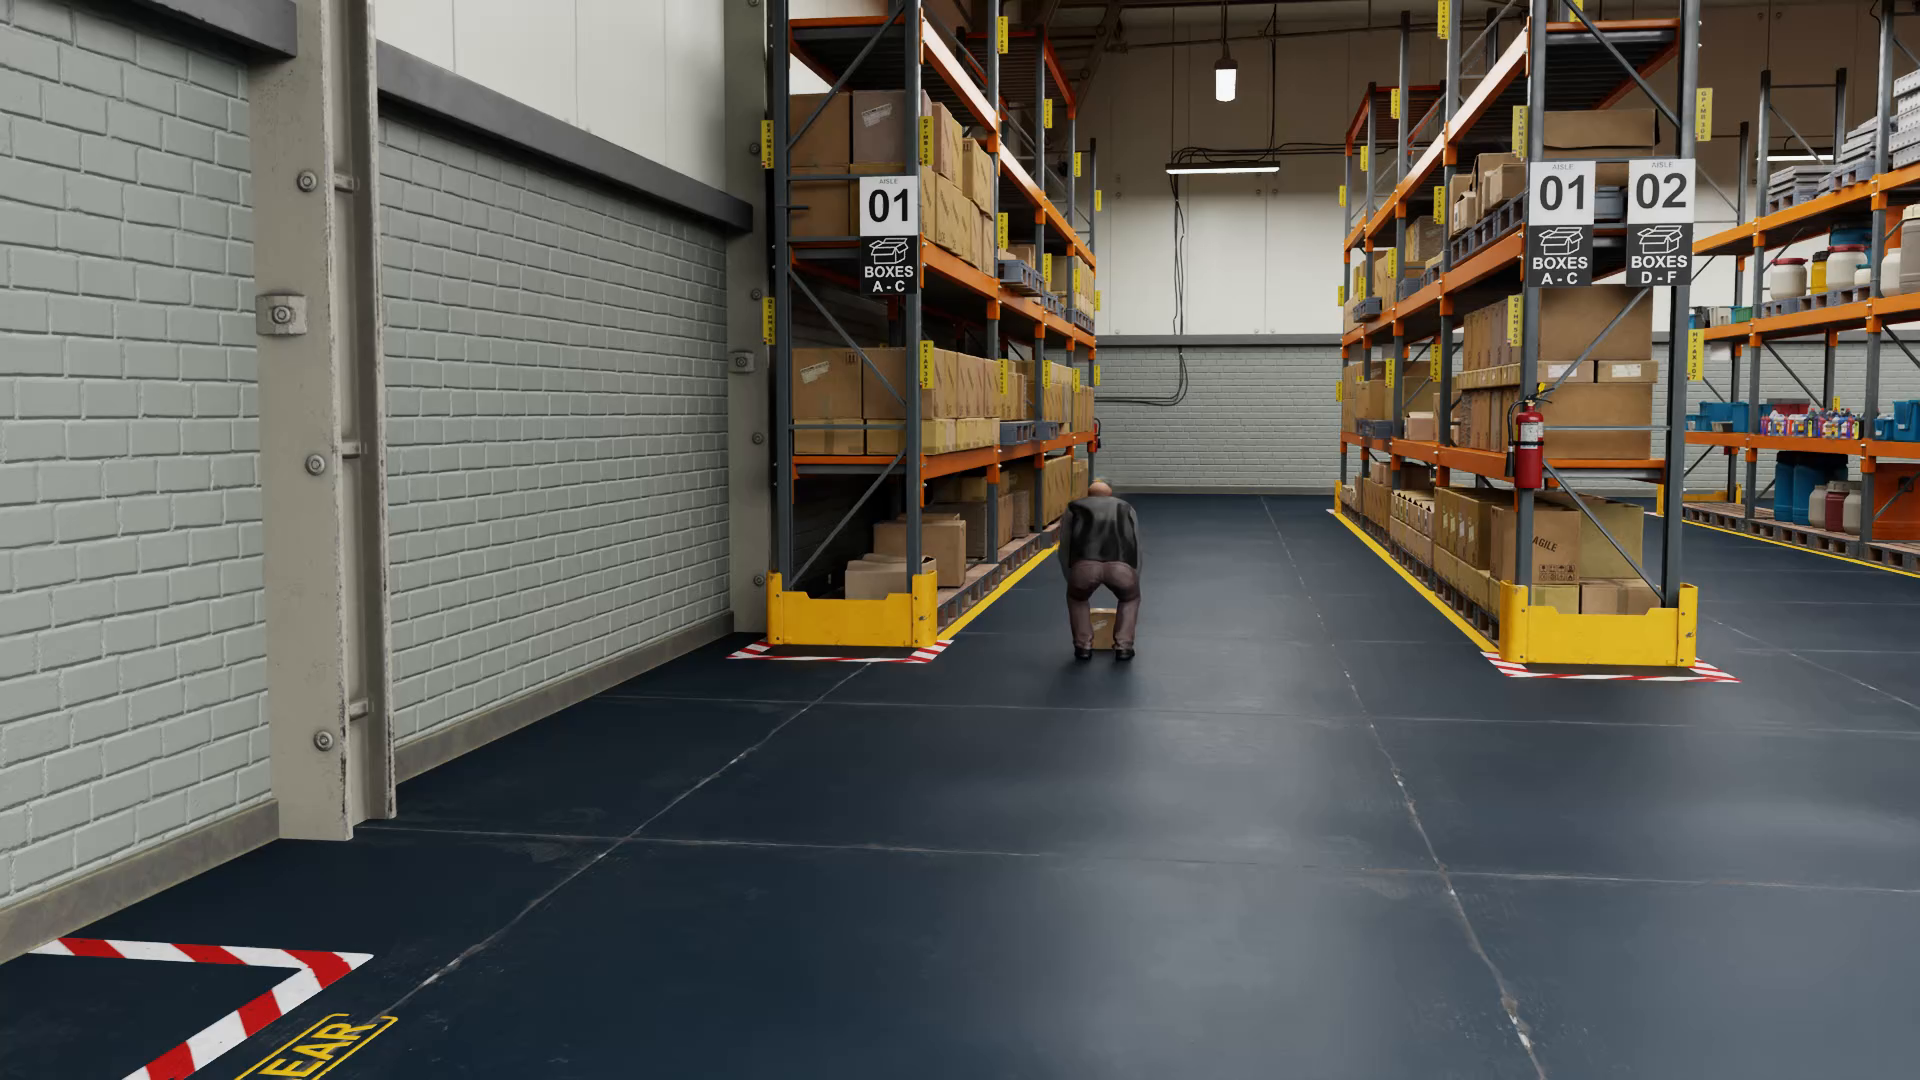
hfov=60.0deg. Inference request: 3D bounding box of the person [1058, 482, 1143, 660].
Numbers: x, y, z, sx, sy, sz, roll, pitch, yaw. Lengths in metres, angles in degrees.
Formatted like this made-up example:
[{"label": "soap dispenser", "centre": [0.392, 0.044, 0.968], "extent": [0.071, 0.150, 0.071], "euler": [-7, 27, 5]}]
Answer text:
[{"label": "person", "centre": [0.917, 0.204, 11.016], "extent": [0.568, 1.129, 0.823], "euler": [1, 4, 9]}]
